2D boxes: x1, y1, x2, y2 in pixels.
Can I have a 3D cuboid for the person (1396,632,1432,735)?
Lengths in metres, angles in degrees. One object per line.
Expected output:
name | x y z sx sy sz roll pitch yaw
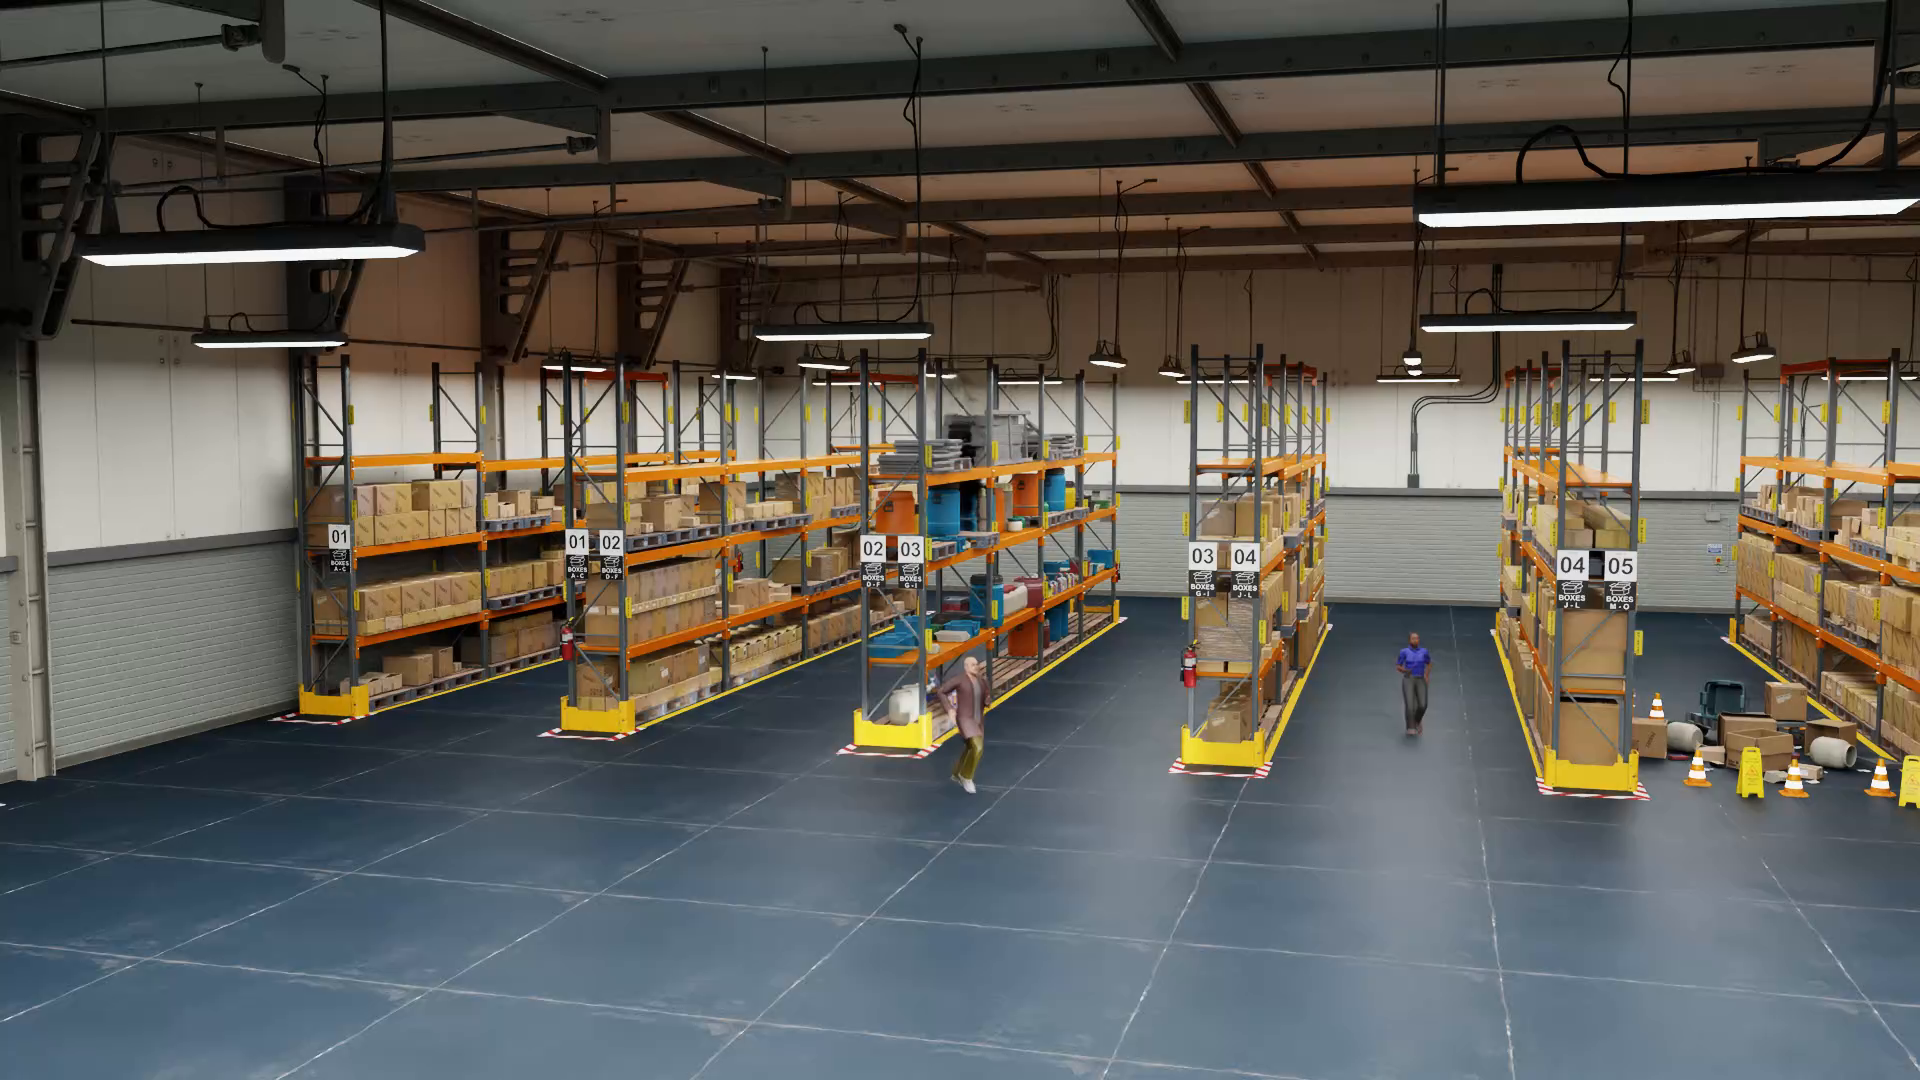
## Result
person | 7.086 2.245 25.876 0.563 1.618 0.572 0 4 6

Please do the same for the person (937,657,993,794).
person | 0.143 2.463 22.156 0.765 1.811 0.676 4 6 43
